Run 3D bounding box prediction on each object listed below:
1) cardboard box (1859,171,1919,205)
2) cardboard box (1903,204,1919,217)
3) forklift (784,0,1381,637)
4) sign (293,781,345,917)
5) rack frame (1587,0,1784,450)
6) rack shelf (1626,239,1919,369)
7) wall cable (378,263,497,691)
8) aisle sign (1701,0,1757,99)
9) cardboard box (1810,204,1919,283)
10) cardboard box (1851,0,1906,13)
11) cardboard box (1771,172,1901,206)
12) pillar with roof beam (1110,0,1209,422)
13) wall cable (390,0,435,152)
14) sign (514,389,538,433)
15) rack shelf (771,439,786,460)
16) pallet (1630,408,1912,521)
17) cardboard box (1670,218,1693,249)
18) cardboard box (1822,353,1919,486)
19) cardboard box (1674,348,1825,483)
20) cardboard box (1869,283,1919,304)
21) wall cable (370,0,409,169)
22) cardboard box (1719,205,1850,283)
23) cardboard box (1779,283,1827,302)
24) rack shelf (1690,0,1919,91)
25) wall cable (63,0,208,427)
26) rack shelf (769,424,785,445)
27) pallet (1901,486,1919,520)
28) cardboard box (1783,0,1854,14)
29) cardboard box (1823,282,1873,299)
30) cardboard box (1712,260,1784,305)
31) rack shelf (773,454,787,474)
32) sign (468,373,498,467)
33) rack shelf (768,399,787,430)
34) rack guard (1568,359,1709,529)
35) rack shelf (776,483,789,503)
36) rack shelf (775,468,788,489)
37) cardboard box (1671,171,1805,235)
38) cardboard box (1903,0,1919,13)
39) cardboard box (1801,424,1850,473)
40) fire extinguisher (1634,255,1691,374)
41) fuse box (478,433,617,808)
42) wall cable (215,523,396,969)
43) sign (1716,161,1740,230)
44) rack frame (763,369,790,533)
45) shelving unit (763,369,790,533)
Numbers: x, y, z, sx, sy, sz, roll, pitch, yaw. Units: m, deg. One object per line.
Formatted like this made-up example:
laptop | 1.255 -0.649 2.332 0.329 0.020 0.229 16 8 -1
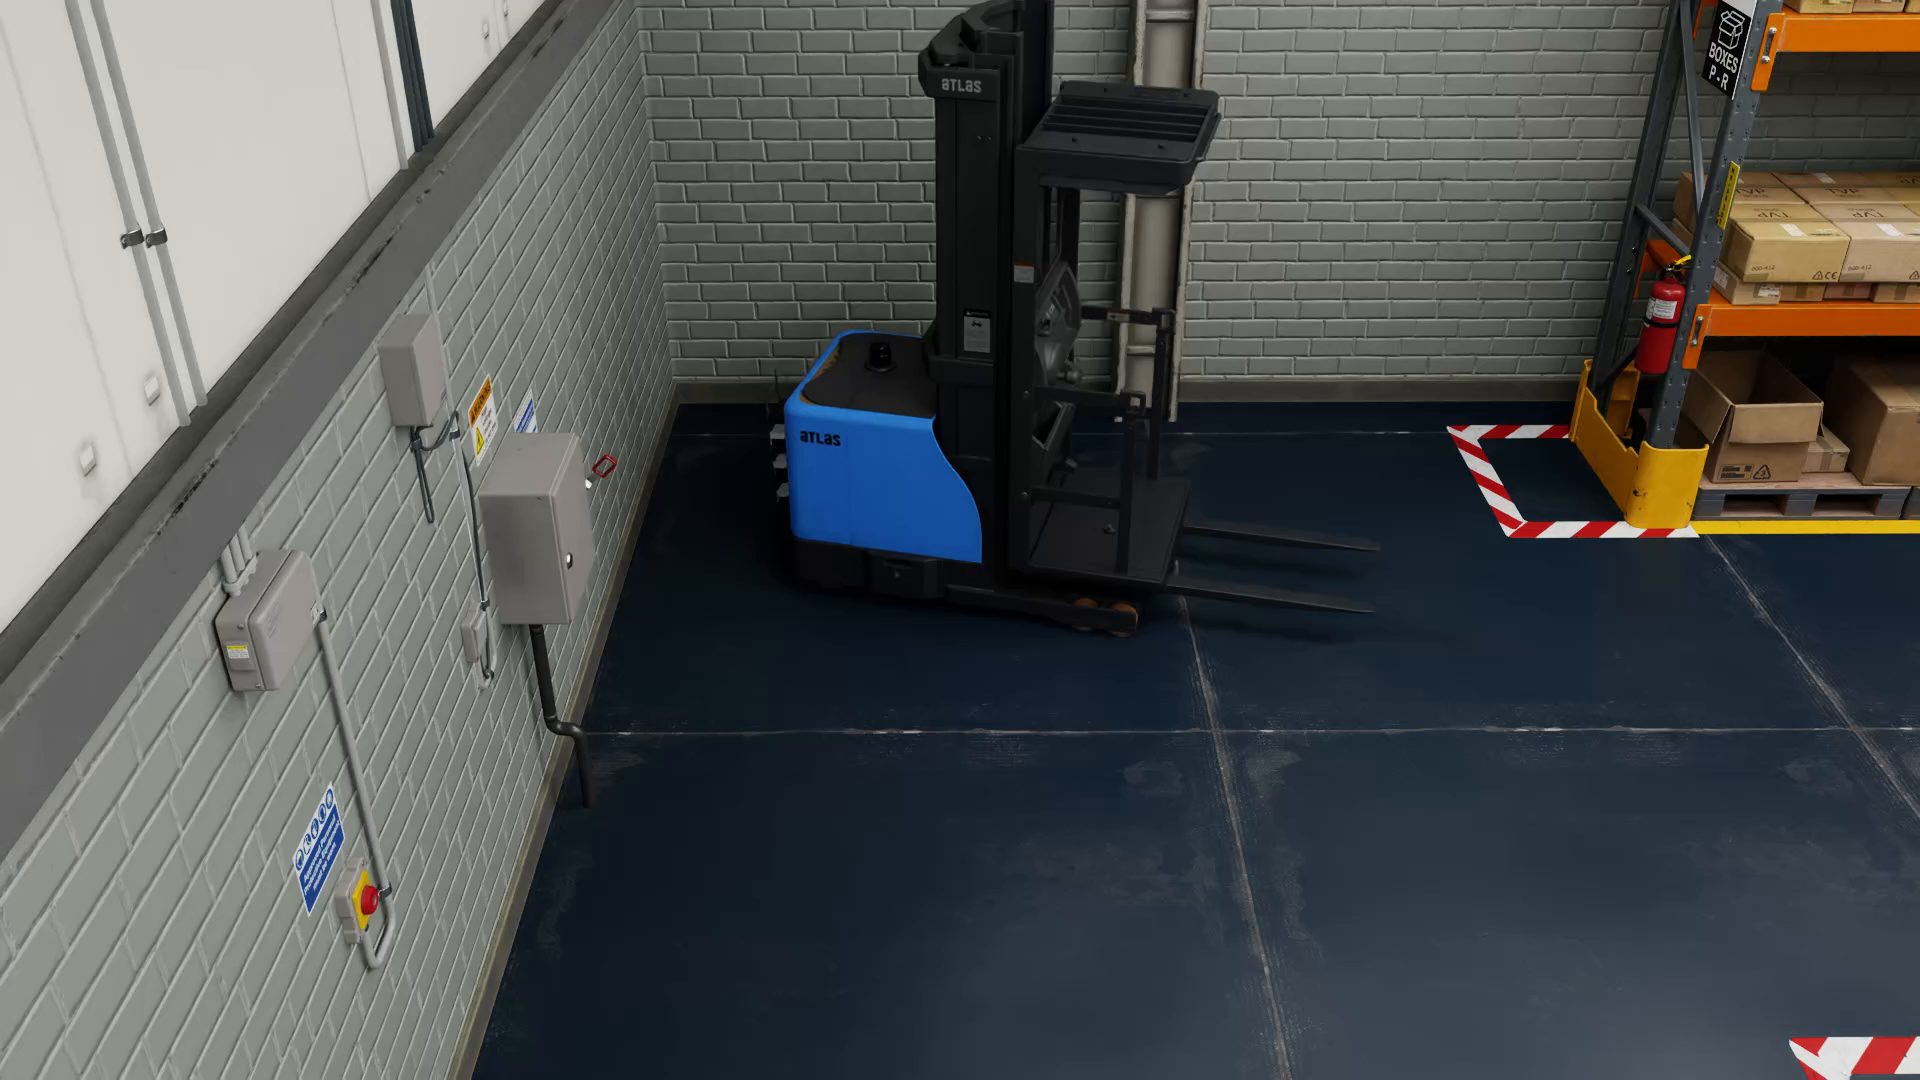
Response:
cardboard box | 5.337 -1.851 9.267 0.500 0.250 0.500 1 31 1
cardboard box | 5.334 -1.578 8.817 0.500 0.250 0.500 -1 31 -1
forklift | 0.673 -1.068 8.184 3.031 2.935 1.130 8 32 12
sign | -1.798 0.866 4.671 0.001 0.218 0.327 0 31 0
rack frame | 3.868 -1.649 9.075 0.127 3.000 1.000 0 31 0
rack shelf | 5.868 -1.347 9.272 4.000 0.370 1.077 0 31 0
wall cable | -1.757 -0.214 5.732 0.122 1.984 0.588 0 31 0
aisle sign | 3.801 -2.607 8.150 0.004 0.787 0.394 0 31 0
cardboard box | 4.827 -1.575 8.812 0.500 0.250 0.500 0 31 0
cardboard box | 4.450 -2.718 8.189 0.250 0.149 0.380 0 31 1
cardboard box | 4.842 -1.852 9.268 0.500 0.250 0.500 0 31 0
pillar with roof beam | 1.192 -2.439 4.595 0.400 9.000 9.100 0 31 0
wall cable | -1.766 -3.326 6.021 0.133 3.039 2.988 0 31 0
sign | -1.814 -0.349 7.025 0.001 0.494 0.329 0 31 0
rack shelf | -0.904 -0.528 9.135 0.200 0.077 0.258 3 31 10
pallet | 4.741 -0.459 9.804 1.213 0.211 1.003 0 31 0
cardboard box | 4.198 -1.681 9.372 0.250 0.149 0.380 -1 31 -1
cardboard box | 5.335 -0.695 9.508 0.500 0.500 0.700 1 31 2
cardboard box | 4.480 -0.714 9.536 0.637 0.503 0.797 -1 31 -2
cardboard box | 4.968 -1.413 8.929 0.250 0.149 0.380 1 31 1
wall cable | -1.787 -1.865 3.648 0.029 3.000 2.355 0 31 0
cardboard box | 4.323 -1.573 8.809 0.500 0.250 0.500 0 31 0
cardboard box | 4.452 -1.425 8.949 0.250 0.149 0.380 1 31 1
rack shelf | 5.868 -2.630 8.494 4.000 0.370 1.077 0 31 0
wall cable | -1.785 -1.475 3.005 0.029 3.000 0.463 0 31 0
rack shelf | -0.909 -0.606 9.089 0.200 0.077 0.258 3 31 10
pallet | 5.958 -0.462 9.808 1.213 0.211 1.003 0 31 0
cardboard box | 4.188 -2.704 8.165 0.250 0.149 0.380 0 31 1
cardboard box | 4.715 -1.444 8.980 0.250 0.149 0.380 -1 31 -1
cardboard box | 4.198 -1.400 8.908 0.250 0.149 0.380 0 31 -1
rack shelf | -0.900 -0.451 9.181 0.200 0.077 0.258 3 31 10
sign | -1.811 -0.458 6.317 0.001 0.242 0.339 0 31 0
rack shelf | -0.913 -0.683 9.043 0.200 0.077 0.258 3 31 10
rack guard | 3.944 -0.580 9.724 0.348 0.500 1.175 0 31 0
rack shelf | -0.891 -0.297 9.272 0.200 0.077 0.258 3 31 10
rack shelf | -0.895 -0.374 9.227 0.200 0.077 0.258 3 31 10
cardboard box | 4.326 -1.851 9.266 0.500 0.250 0.500 1 31 1
cardboard box | 4.707 -2.710 8.176 0.250 0.149 0.380 0 31 0
cardboard box | 4.905 -0.543 9.597 0.250 0.149 0.380 -1 31 -2
fire extinguisher | 3.723 -1.216 8.796 0.183 0.674 0.296 0 31 0
fuse box | -1.604 0.417 6.914 0.414 1.711 0.539 0 31 0
wall cable | -1.737 0.508 4.511 0.123 1.953 0.585 0 31 0
sign | 3.871 -1.737 8.387 0.005 0.325 0.100 0 31 0
rack frame | -1.001 -0.485 9.181 0.006 0.900 0.240 3 31 10
shelving unit | -0.901 -0.480 9.164 0.210 0.900 0.258 3 31 10
